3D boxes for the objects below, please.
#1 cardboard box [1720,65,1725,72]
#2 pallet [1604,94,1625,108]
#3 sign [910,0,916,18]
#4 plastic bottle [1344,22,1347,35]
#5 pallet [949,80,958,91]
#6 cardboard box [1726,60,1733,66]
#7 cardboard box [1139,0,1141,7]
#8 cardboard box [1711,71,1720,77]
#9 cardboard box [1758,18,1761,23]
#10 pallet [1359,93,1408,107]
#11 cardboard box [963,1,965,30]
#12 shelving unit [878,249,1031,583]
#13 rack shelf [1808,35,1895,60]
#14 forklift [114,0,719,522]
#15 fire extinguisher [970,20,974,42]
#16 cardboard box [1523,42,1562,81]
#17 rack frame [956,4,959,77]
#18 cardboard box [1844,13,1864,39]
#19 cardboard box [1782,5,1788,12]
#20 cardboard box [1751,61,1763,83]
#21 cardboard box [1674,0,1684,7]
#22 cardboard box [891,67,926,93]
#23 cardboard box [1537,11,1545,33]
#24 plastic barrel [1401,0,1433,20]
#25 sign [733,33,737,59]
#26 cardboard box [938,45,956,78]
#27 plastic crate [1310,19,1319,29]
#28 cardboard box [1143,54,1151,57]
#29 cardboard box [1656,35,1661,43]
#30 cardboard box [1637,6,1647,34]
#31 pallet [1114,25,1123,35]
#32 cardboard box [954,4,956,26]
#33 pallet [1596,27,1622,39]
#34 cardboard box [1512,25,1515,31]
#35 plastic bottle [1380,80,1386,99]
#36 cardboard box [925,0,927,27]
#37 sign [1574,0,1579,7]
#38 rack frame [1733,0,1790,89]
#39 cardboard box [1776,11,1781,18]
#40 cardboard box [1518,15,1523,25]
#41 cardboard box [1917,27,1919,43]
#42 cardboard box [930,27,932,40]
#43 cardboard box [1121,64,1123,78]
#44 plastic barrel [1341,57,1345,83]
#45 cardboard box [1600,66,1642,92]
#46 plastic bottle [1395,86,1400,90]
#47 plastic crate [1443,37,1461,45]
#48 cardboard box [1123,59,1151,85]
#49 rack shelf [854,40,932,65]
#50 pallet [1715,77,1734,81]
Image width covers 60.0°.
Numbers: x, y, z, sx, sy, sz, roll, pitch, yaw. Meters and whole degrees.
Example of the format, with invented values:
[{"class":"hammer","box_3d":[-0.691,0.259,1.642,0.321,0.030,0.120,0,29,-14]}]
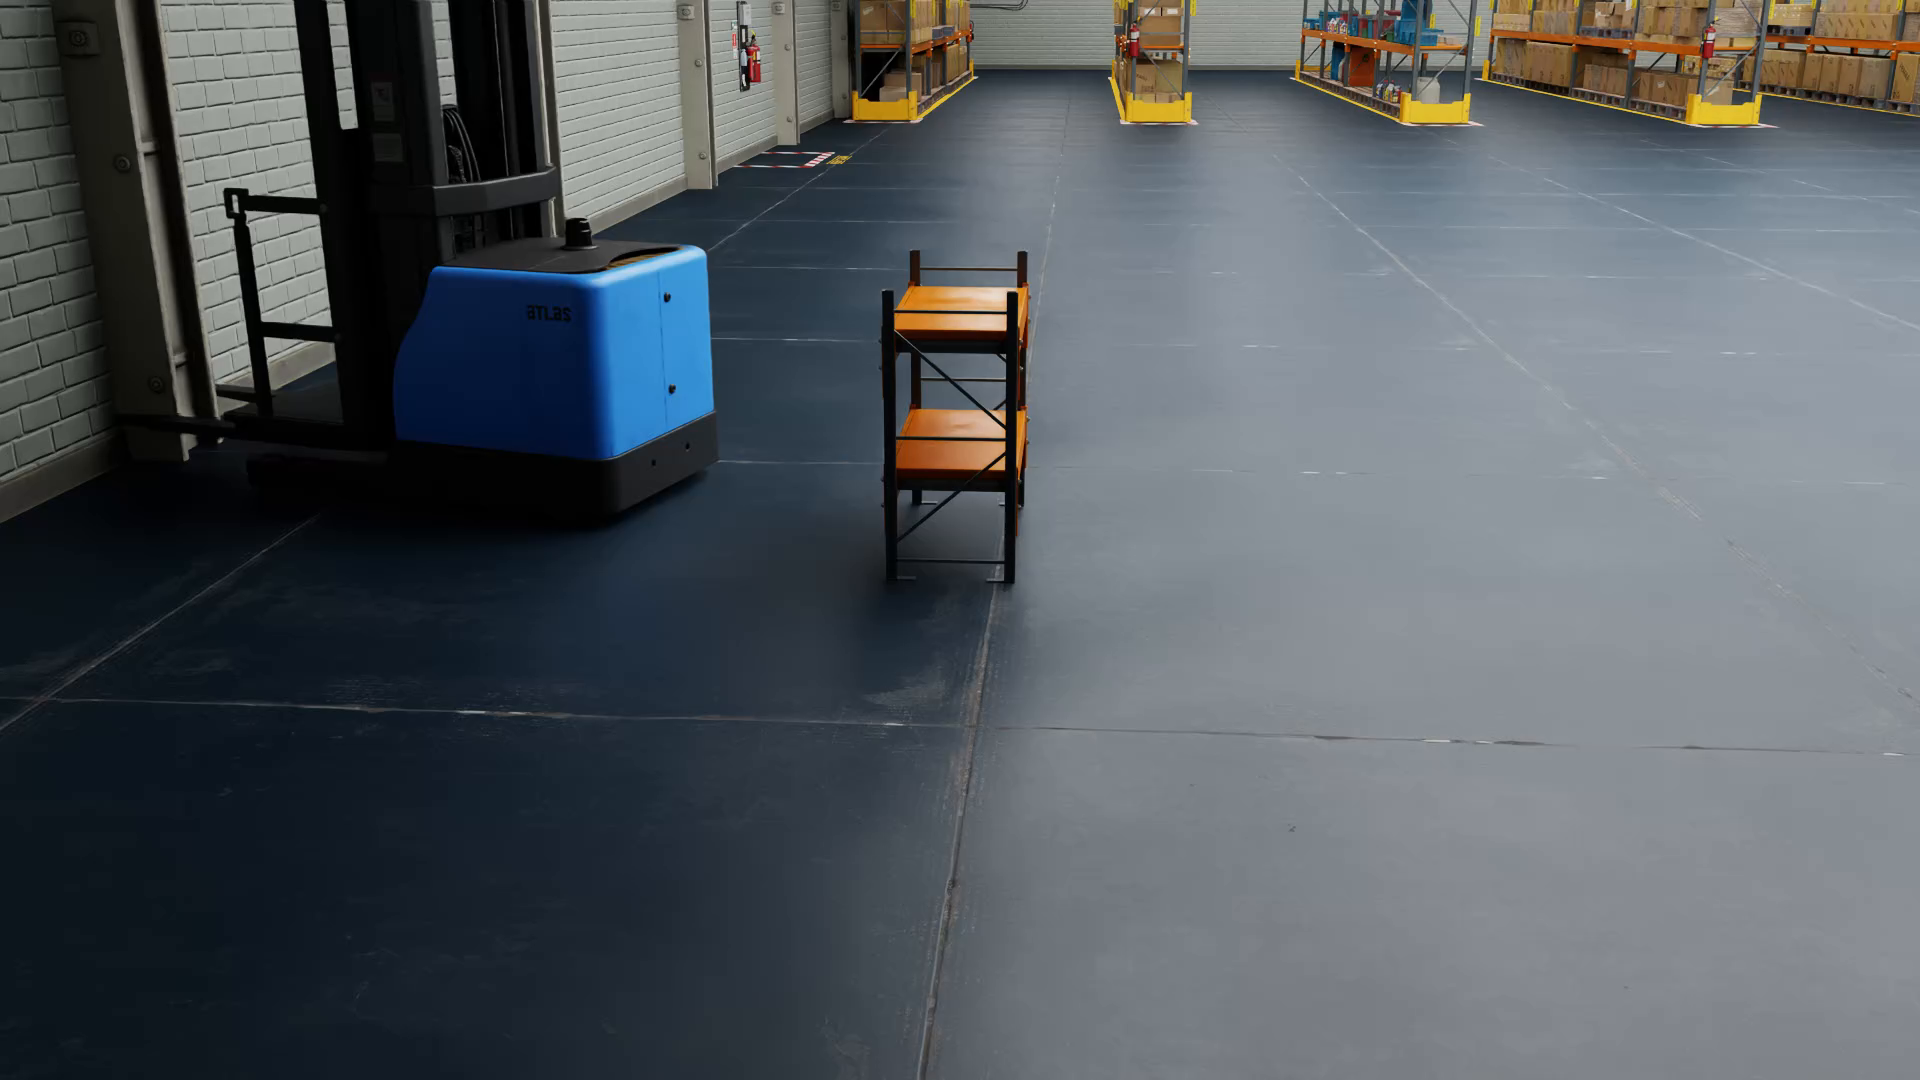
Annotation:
[{"class":"cardboard box","box_3d":[18.955,-11.601,40.937,0.380,0.149,0.250,1,18,2]},{"class":"pallet","box_3d":[13.781,-8.916,33.795,1.003,0.211,1.213,1,18,4]},{"class":"sign","box_3d":[-0.840,-9.488,29.672,0.100,0.325,0.005,1,18,4]},{"class":"plastic bottle","box_3d":[8.694,-11.504,37.401,0.061,0.283,0.133,1,18,4]},{"class":"pallet","box_3d":[-0.586,-10.870,39.756,1.003,0.211,1.213,1,18,4]},{"class":"cardboard box","box_3d":[18.985,-11.666,40.658,0.380,0.149,0.250,2,18,5]},{"class":"cardboard box","box_3d":[3.642,-9.968,30.283,0.700,0.500,0.500,1,18,2]},{"class":"cardboard box","box_3d":[19.003,-11.638,41.527,0.380,0.149,0.250,1,18,4]},{"class":"cardboard box","box_3d":[18.681,-11.989,38.425,0.380,0.149,0.250,0,18,1]},{"class":"pallet","box_3d":[8.804,-9.030,34.142,1.003,0.211,1.213,1,18,4]},{"class":"cardboard box","box_3d":[-0.366,-13.579,43.066,0.980,0.700,0.700,0,18,1]},{"class":"shelving unit","box_3d":[0.000,-0.537,6.754,0.538,1.125,1.048,1,18,4]},{"class":"rack shelf","box_3d":[18.810,-10.137,34.197,1.077,0.370,4.000,1,18,4]},{"class":"forklift","box_3d":[-2.710,-1.734,7.506,3.031,2.935,1.130,7,19,19]},{"class":"fire extinguisher","box_3d":[0.237,-13.881,45.191,0.296,0.674,0.183,1,18,4]},{"class":"cardboard box","box_3d":[14.275,-11.475,39.863,1.225,0.875,0.875,1,18,4]},{"class":"rack frame","box_3d":[-0.521,-12.816,41.218,1.000,3.000,0.127,1,18,4]},{"class":"cardboard box","box_3d":[18.544,-10.545,34.126,0.500,0.500,0.500,1,18,3]},{"class":"cardboard box","box_3d":[18.586,-11.867,37.097,0.380,0.149,0.250,2,18,6]},{"class":"cardboard box","box_3d":[18.887,-10.966,38.912,0.500,0.500,0.500,2,18,6]},{"class":"cardboard box","box_3d":[13.302,-9.908,30.100,0.500,0.500,0.500,1,18,4]},{"class":"cardboard box","box_3d":[-1.059,-9.582,34.655,0.700,0.500,0.500,2,18,6]},{"class":"cardboard box","box_3d":[13.983,-12.238,39.295,0.500,0.500,0.500,1,18,4]},{"class":"plastic barrel","box_3d":[9.117,-10.462,33.228,0.600,0.901,0.708,1,18,4]},{"class":"sign","box_3d":[-2.982,-6.543,22.017,0.001,0.329,0.234,1,18,4]},{"class":"cardboard box","box_3d":[-0.499,-11.513,40.020,0.750,0.750,0.750,2,18,6]},{"class":"plastic crate","box_3d":[9.185,-13.215,42.607,0.416,0.233,0.300,1,18,4]},{"class":"cardboard box","box_3d":[4.549,-12.313,42.986,0.797,0.503,0.637,1,18,4]},{"class":"cardboard box","box_3d":[13.346,-9.431,31.292,0.380,0.149,0.250,1,18,4]},{"class":"cardboard box","box_3d":[13.633,-10.050,32.139,0.875,0.500,0.500,1,18,4]},{"class":"pallet","box_3d":[4.112,-11.585,37.770,1.213,0.211,1.003,1,18,4]},{"class":"cardboard box","box_3d":[-0.374,-12.551,39.739,0.500,0.500,0.500,1,18,4]},{"class":"pallet","box_3d":[13.913,-10.535,34.565,1.003,0.211,1.213,1,18,4]},{"class":"cardboard box","box_3d":[14.087,-12.866,41.774,0.380,0.149,0.250,1,18,3]},{"class":"plastic bottle","box_3d":[8.315,-8.819,32.568,0.144,0.351,0.185,2,18,5]},{"class":"cardboard box","box_3d":[-0.897,-10.161,32.120,0.500,0.500,0.500,1,18,2]},{"class":"sign","box_3d":[13.460,-11.804,36.269,0.100,0.325,0.005,1,18,4]},{"class":"rack frame","box_3d":[19.240,-12.342,39.772,1.000,3.000,0.127,1,18,4]},{"class":"cardboard box","box_3d":[18.607,-11.805,37.383,0.380,0.149,0.250,1,18,4]},{"class":"cardboard box","box_3d":[14.105,-12.858,41.110,0.500,0.250,0.500,2,18,6]},{"class":"cardboard box","box_3d":[18.636,-9.643,31.293,0.875,0.550,0.550,1,18,4]},{"class":"cardboard box","box_3d":[-0.826,-10.116,33.186,0.500,0.250,0.500,1,18,4]},{"class":"cardboard box","box_3d":[3.698,-9.986,35.423,0.500,0.311,0.500,1,18,3]},{"class":"plastic barrel","box_3d":[9.173,-10.909,38.597,0.600,0.588,0.708,1,18,4]},{"class":"cardboard box","box_3d":[13.925,-9.706,35.034,0.700,0.500,0.500,3,18,9]},{"class":"plastic bottle","box_3d":[8.421,-8.597,32.011,0.152,0.276,0.135,1,18,4]},{"class":"plastic crate","box_3d":[8.885,-9.013,30.037,0.298,0.136,0.250,1,18,4]},{"class":"cardboard box","box_3d":[3.473,-9.179,32.655,0.500,0.500,0.500,1,18,4]},{"class":"rack shelf","box_3d":[-1.238,-9.368,31.852,1.077,0.370,4.000,1,18,4]},{"class":"pallet","box_3d":[19.253,-11.226,40.845,1.003,0.211,1.213,1,18,4]}]
